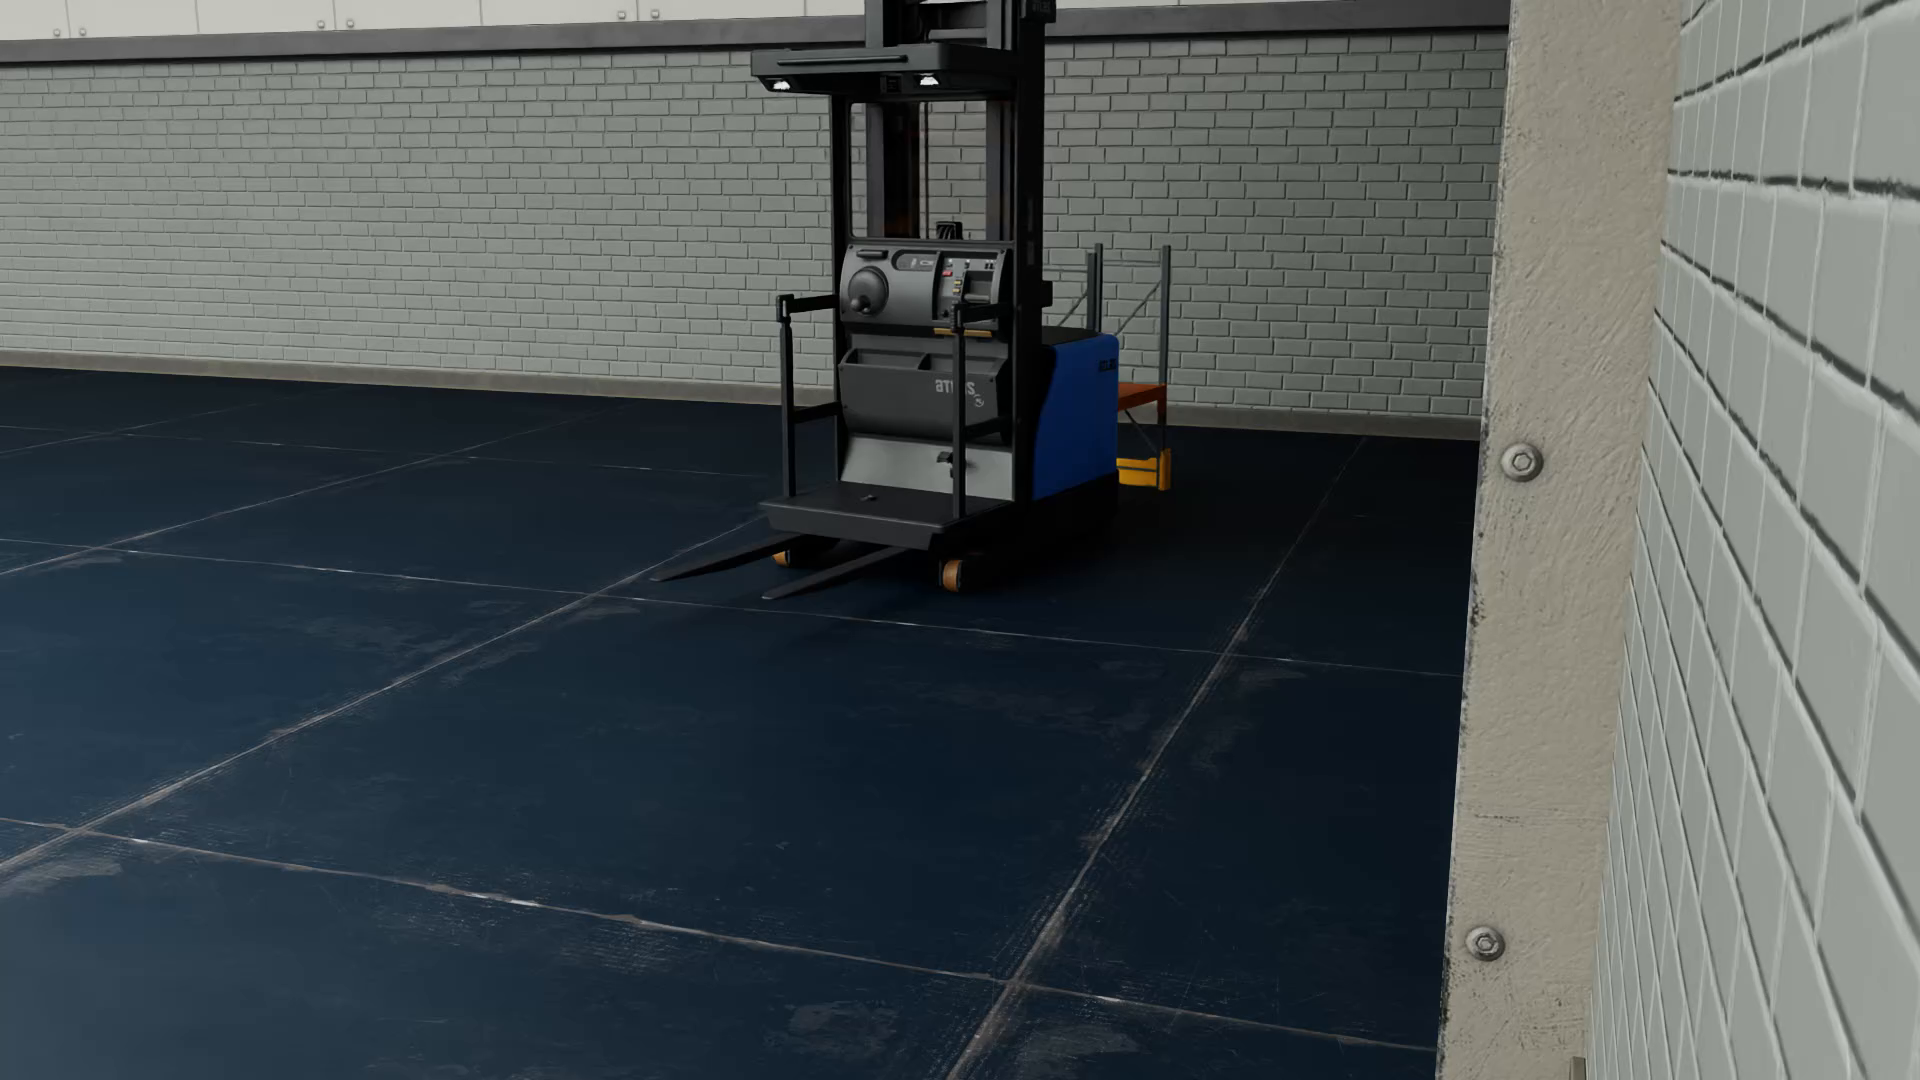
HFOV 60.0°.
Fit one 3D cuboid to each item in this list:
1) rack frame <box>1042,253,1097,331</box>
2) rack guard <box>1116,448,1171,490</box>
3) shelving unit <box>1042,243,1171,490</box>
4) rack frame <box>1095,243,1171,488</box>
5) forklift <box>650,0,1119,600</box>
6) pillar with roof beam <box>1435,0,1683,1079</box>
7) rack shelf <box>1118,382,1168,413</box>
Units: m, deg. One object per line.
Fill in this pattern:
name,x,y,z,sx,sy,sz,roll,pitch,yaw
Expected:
rack frame,0.540,-0.890,9.523,0.500,1.500,0.032,8,15,30
rack guard,1.049,-0.472,10.498,0.587,0.250,0.087,8,15,30
shelving unit,0.795,-0.986,9.942,0.587,1.500,1.083,8,15,30
rack frame,1.058,-1.085,10.376,0.500,1.500,0.032,8,15,30
forklift,-0.295,-1.293,8.073,1.130,2.935,3.031,8,15,30
pillar with roof beam,-2.825,-3.506,4.132,9.100,9.000,0.400,4,14,18
rack shelf,0.799,-0.812,9.989,0.538,0.185,1.000,8,15,30
